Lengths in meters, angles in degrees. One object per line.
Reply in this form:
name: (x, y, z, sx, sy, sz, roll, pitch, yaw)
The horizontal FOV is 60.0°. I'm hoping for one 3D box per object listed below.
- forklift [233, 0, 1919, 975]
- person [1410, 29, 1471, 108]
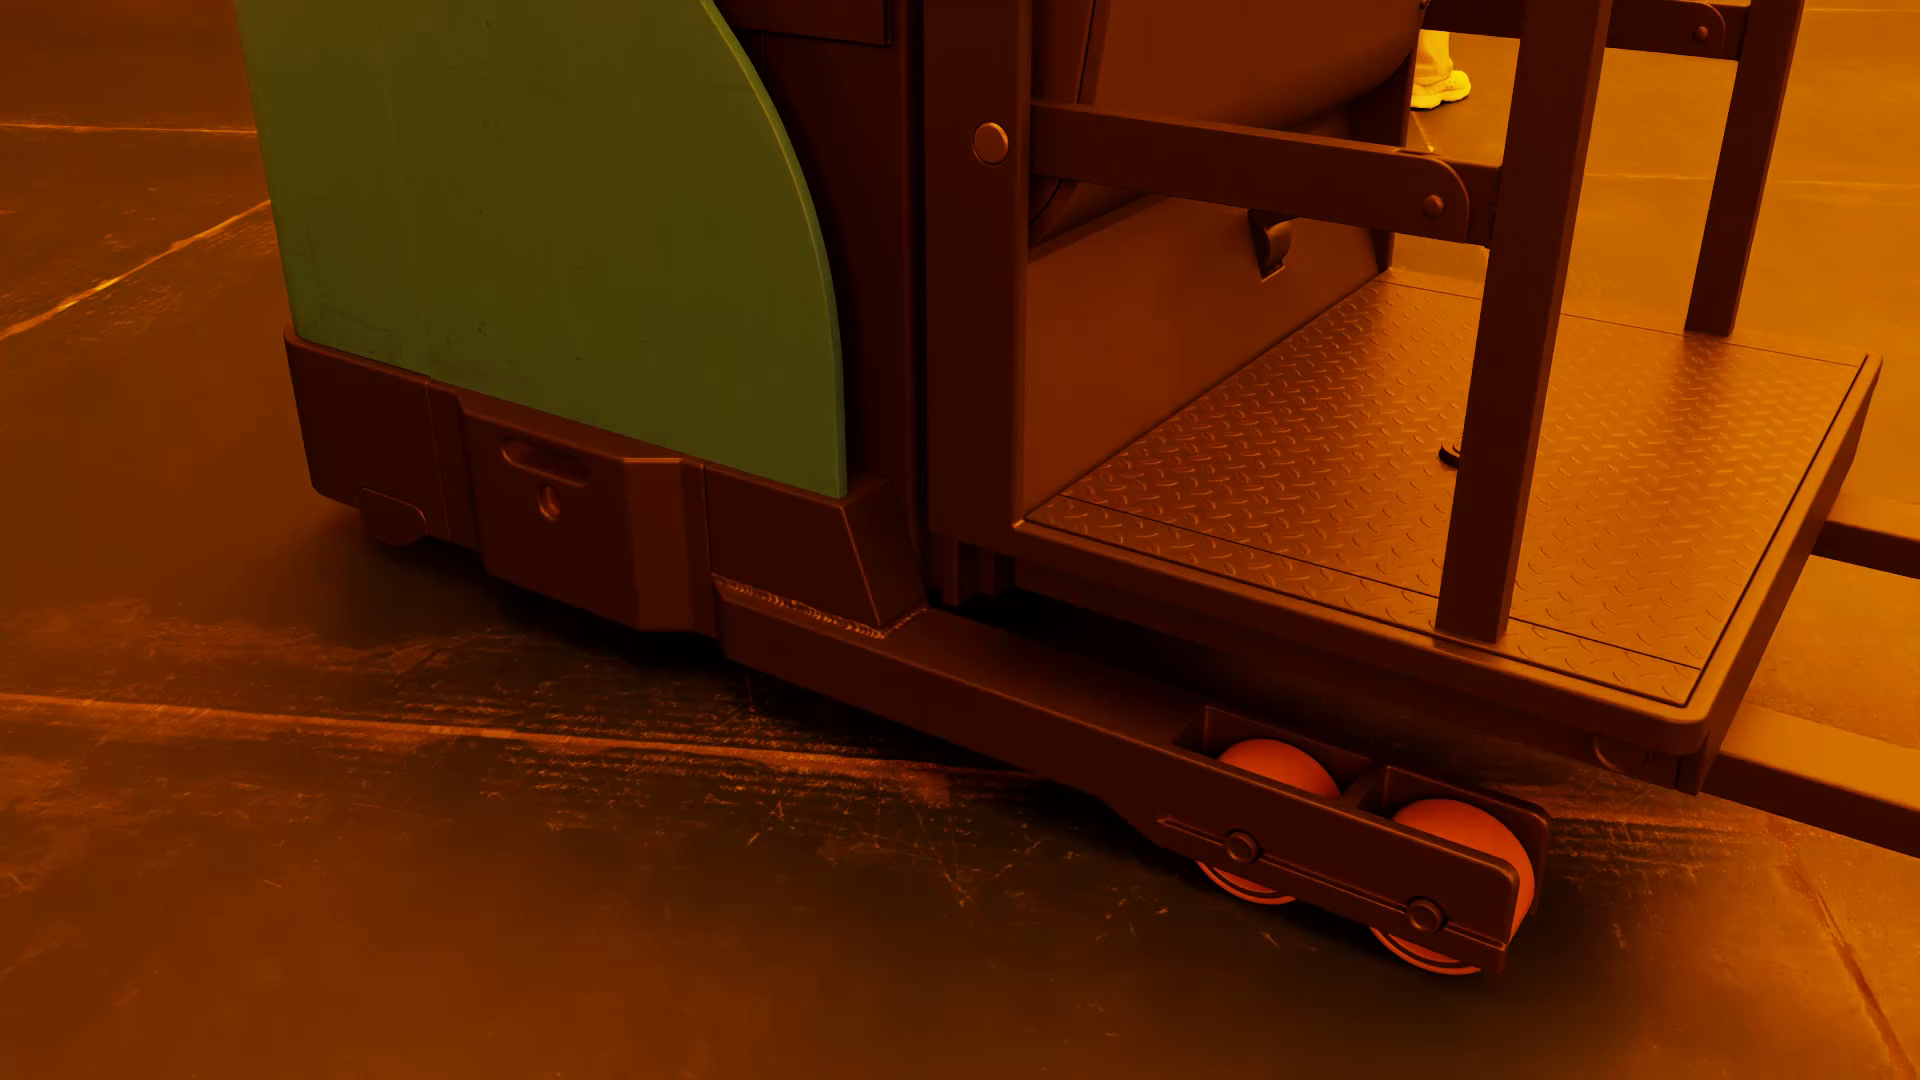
forklift: (0.523, -1.155, 1.532, 3.031, 2.935, 1.130, 17, 31, 30)
person: (1.312, -2.220, 4.964, 0.649, 1.772, 0.436, 10, 28, 18)
